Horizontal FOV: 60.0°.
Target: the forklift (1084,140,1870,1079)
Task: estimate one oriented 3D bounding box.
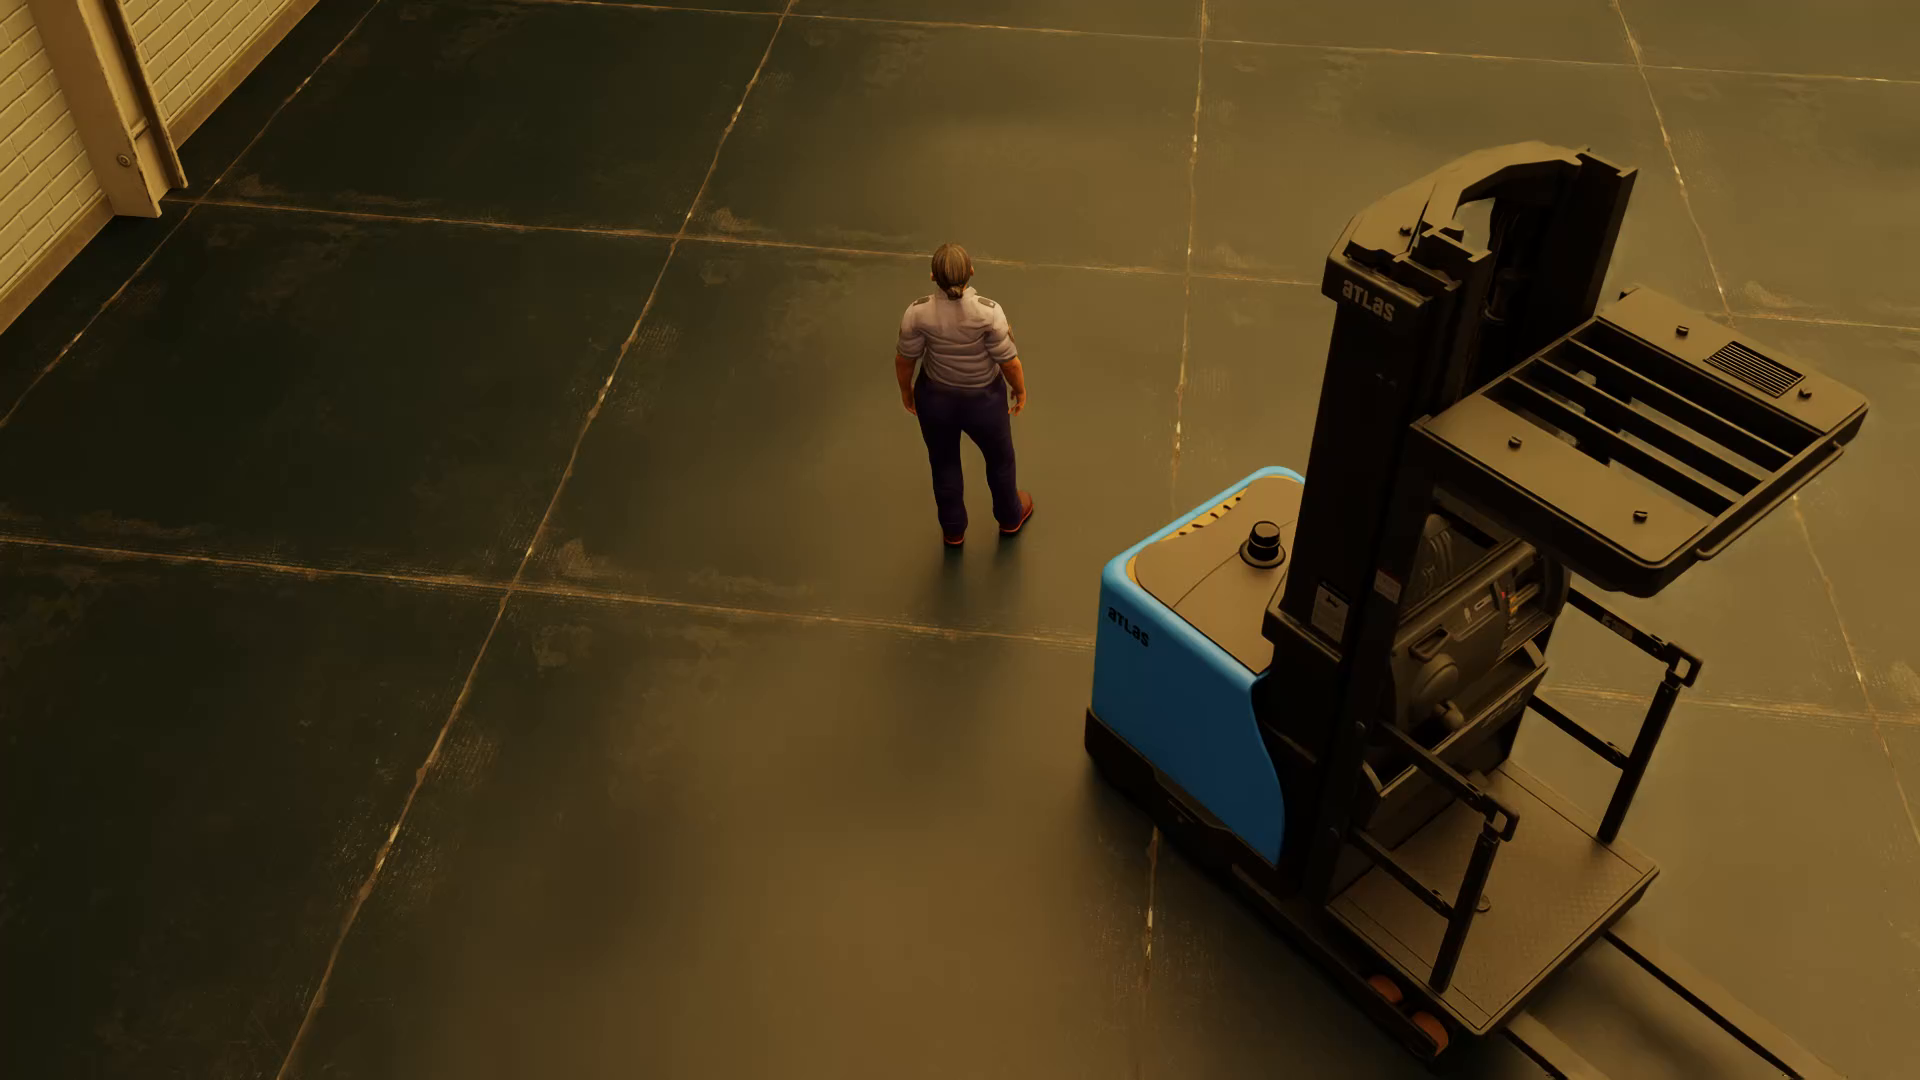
[{"bbox_3d":[1.844,0.364,5.329,1.130,2.935,3.031,-30,50,-28],"label":"forklift"}]

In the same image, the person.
[{"bbox_3d":[0.034,-0.670,7.391,0.599,1.650,0.503,5,43,6],"label":"person"}]
